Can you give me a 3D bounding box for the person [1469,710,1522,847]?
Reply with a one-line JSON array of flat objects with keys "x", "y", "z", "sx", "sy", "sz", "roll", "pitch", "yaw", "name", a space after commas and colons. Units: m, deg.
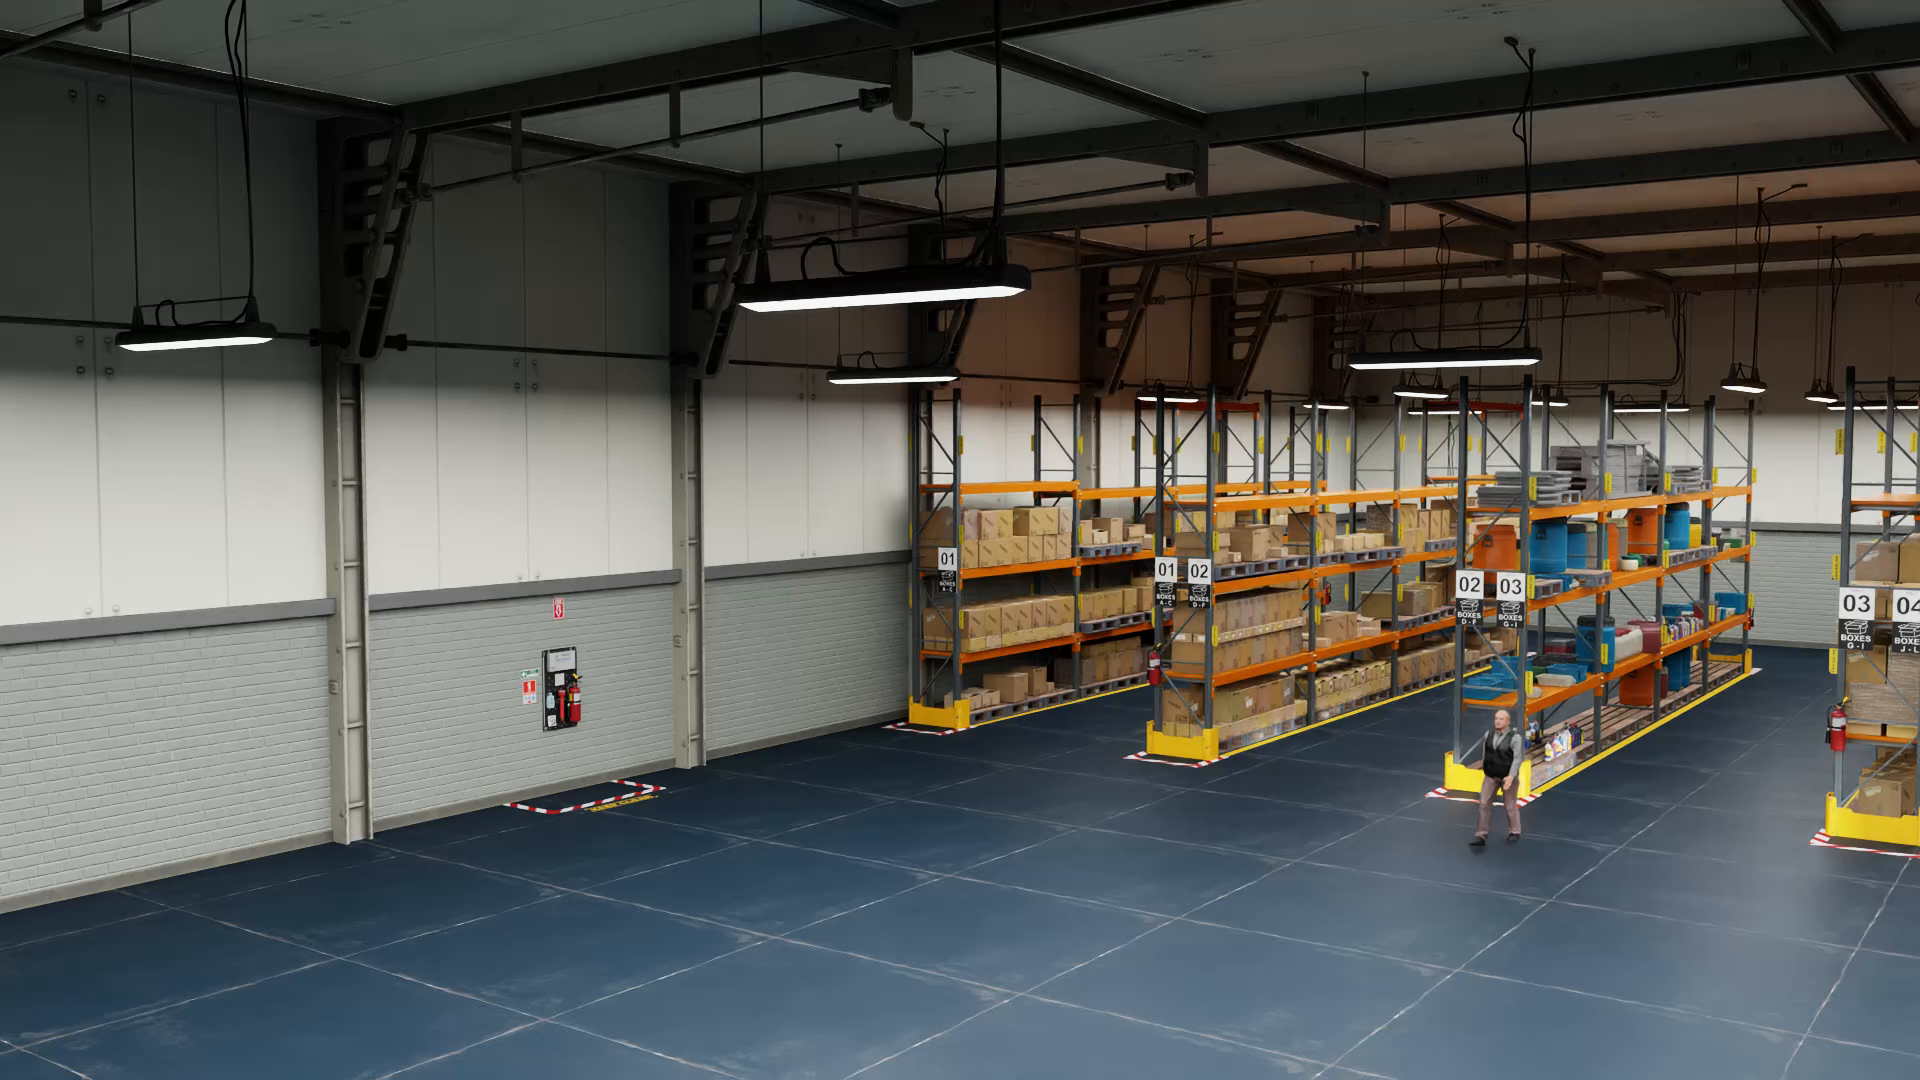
[{"x": 6.715, "y": 2.964, "z": 20.705, "sx": 0.552, "sy": 1.674, "sz": 0.970, "roll": 3, "pitch": 4, "yaw": 42, "name": "person"}]
